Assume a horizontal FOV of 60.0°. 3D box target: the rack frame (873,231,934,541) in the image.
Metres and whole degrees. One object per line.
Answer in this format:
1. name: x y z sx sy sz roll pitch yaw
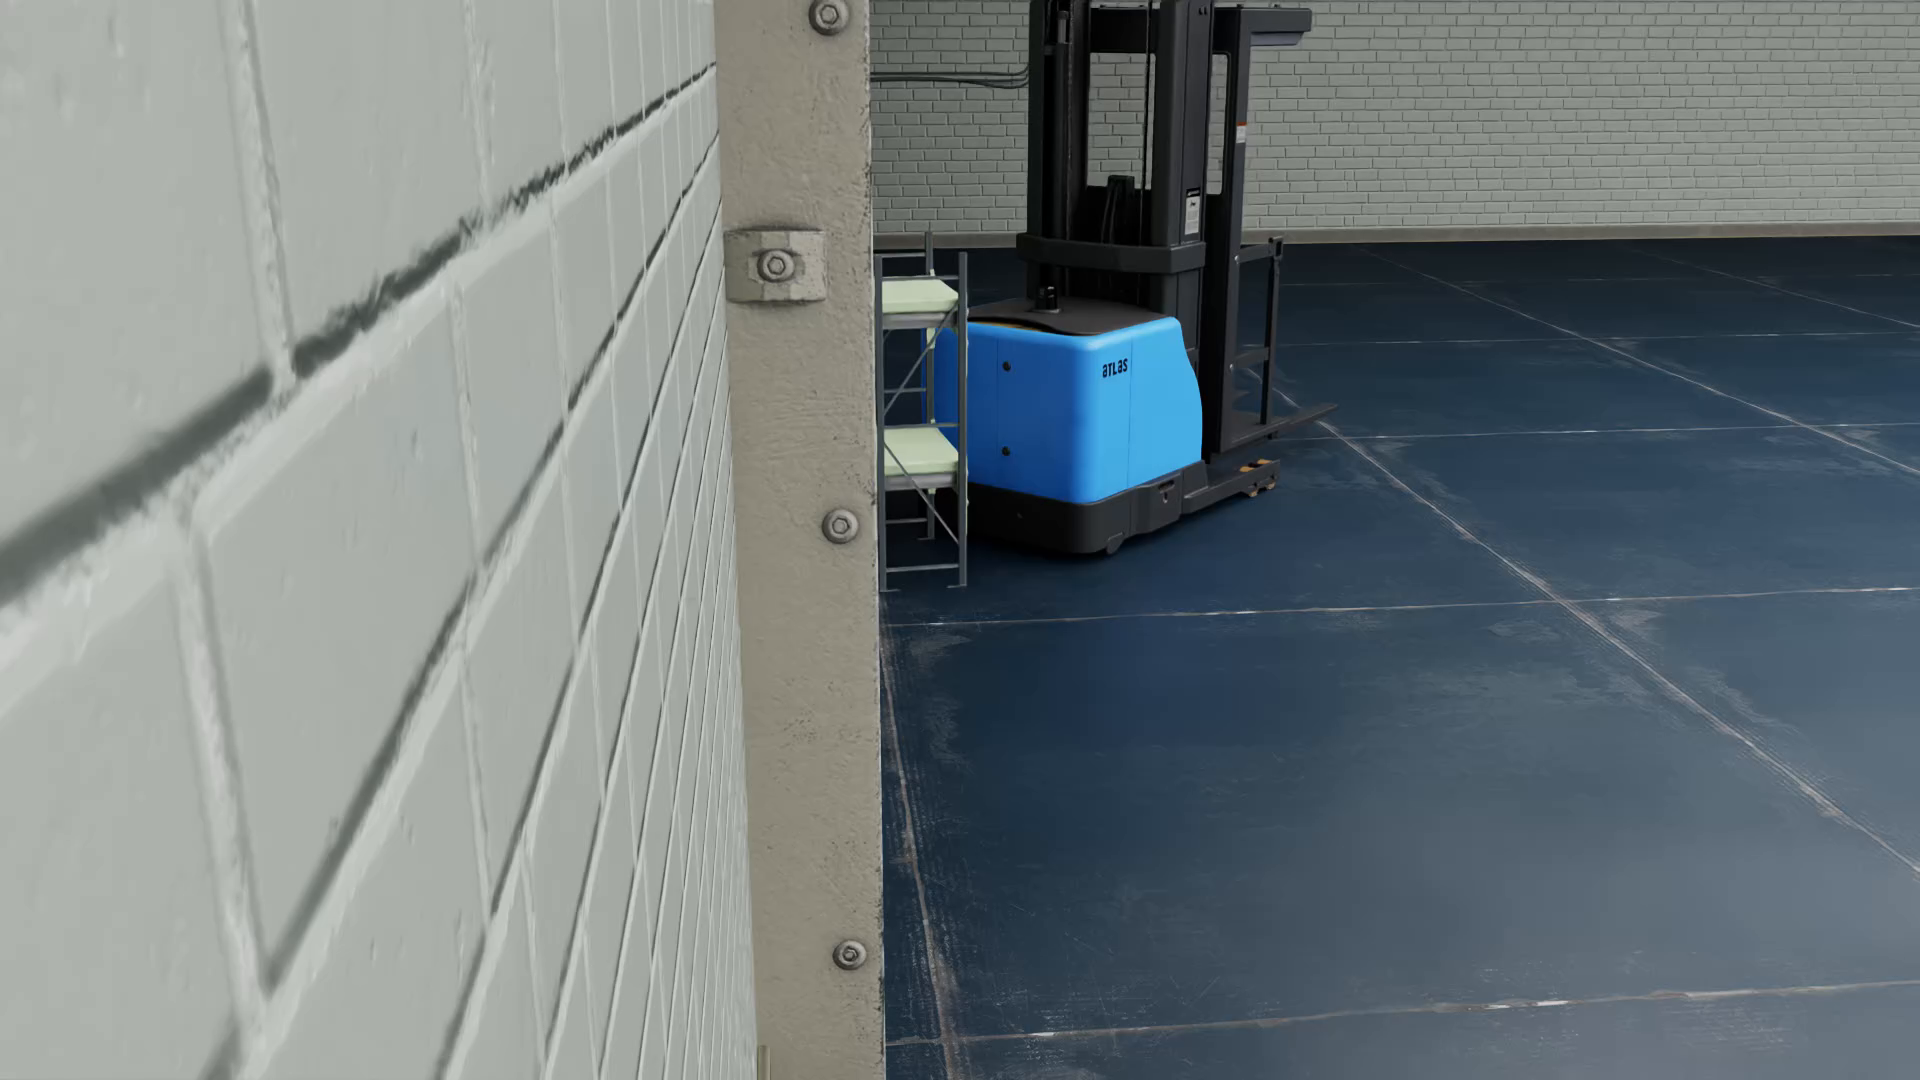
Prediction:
1. rack frame: -0.324 -0.706 7.923 0.400 1.500 0.023 -4 18 -12

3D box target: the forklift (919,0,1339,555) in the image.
1. forklift: 1.096 -1.707 8.721 1.130 2.935 3.031 13 22 36

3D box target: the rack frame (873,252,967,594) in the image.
1. rack frame: -0.168 -0.492 7.241 0.400 1.500 0.023 -4 18 -12

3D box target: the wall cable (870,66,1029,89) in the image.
1. wall cable: -0.577 -6.040 17.575 3.097 2.526 0.112 -2 18 -6

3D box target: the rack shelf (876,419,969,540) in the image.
1. rack shelf: -0.246 -0.288 7.680 0.431 0.370 0.720 -4 18 -12

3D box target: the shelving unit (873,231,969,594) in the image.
1. shelving unit: -0.246 -0.599 7.582 0.431 1.500 0.755 -4 18 -12

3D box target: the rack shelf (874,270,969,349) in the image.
1. rack shelf: -0.246 -0.972 7.465 0.431 0.370 0.720 -4 18 -12

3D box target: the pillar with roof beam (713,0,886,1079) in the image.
1. pillar with roof beam: 3.931 -3.160 3.220 9.100 9.000 0.400 -2 18 -6
